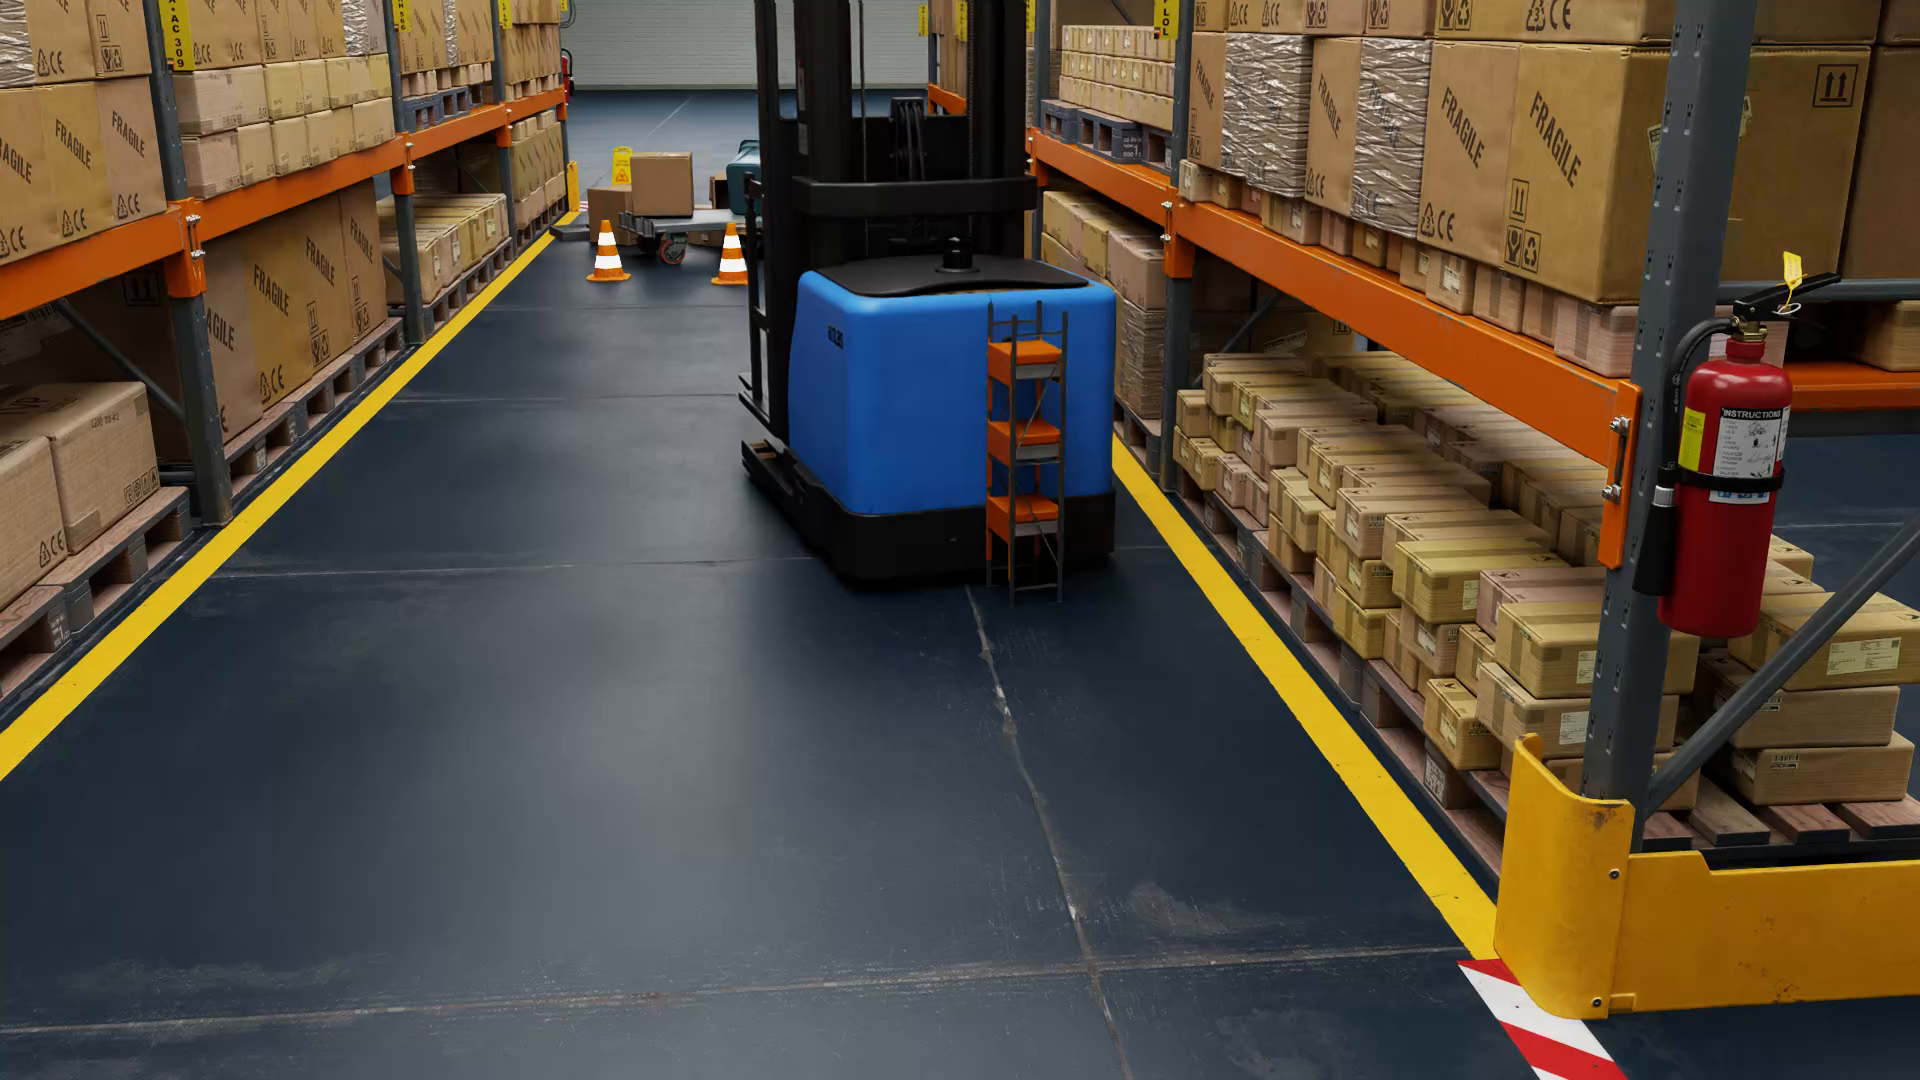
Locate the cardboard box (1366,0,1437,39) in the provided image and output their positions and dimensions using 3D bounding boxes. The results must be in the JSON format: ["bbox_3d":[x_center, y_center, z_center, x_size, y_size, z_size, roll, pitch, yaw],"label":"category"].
[{"bbox_3d":[1.394,-1.573,4.346,0.500,0.500,0.500,-1,17,-3],"label":"cardboard box"}]

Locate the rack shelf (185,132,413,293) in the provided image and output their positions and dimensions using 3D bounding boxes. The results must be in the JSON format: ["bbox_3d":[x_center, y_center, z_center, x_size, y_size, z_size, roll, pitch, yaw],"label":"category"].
[{"bbox_3d":[-3.729,-1.733,8.391,1.077,0.370,4.000,-2,18,-6],"label":"rack shelf"}]

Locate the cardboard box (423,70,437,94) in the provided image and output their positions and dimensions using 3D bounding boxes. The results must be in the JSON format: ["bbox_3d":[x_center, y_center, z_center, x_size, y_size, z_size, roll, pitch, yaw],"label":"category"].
[{"bbox_3d":[-3.770,-3.106,11.281,0.380,0.149,0.250,-2,18,-5],"label":"cardboard box"}]

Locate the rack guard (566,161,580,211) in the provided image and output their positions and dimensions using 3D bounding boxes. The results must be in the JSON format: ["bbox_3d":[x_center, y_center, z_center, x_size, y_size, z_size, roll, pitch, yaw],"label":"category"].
[{"bbox_3d":[-4.752,-3.840,18.075,1.175,0.500,0.348,-2,18,-6],"label":"rack guard"}]

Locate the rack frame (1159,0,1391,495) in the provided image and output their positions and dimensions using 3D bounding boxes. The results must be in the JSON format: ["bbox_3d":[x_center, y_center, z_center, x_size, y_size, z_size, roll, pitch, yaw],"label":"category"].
[{"bbox_3d":[1.391,-1.663,6.968,1.000,3.000,0.127,-2,18,-6],"label":"rack frame"}]

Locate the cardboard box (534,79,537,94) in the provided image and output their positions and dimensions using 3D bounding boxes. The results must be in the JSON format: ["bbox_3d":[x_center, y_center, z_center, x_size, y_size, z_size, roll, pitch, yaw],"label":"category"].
[{"bbox_3d":[-4.238,-4.303,15.796,0.380,0.149,0.250,-2,18,-6],"label":"cardboard box"}]

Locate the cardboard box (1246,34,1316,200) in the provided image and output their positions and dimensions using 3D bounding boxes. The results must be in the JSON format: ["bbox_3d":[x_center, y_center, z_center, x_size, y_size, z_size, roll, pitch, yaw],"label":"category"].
[{"bbox_3d":[1.265,-1.399,5.463,0.500,0.500,0.500,-2,18,-7],"label":"cardboard box"}]

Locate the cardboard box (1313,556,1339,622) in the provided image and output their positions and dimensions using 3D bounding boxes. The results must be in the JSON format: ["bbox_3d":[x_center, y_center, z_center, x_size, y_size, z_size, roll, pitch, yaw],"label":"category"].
[{"bbox_3d":[1.337,0.154,5.238,0.380,0.149,0.250,-1,17,-5],"label":"cardboard box"}]

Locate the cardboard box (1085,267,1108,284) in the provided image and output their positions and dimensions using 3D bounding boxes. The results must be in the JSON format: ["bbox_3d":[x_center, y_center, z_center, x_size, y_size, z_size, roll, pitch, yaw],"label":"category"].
[{"bbox_3d":[0.963,-1.190,8.931,0.500,0.500,0.500,-2,18,-7],"label":"cardboard box"}]

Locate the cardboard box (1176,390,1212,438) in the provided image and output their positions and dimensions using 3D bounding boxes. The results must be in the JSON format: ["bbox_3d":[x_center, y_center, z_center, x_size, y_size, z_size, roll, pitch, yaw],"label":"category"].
[{"bbox_3d":[1.110,-0.528,6.912,0.380,0.149,0.250,-1,17,-3],"label":"cardboard box"}]

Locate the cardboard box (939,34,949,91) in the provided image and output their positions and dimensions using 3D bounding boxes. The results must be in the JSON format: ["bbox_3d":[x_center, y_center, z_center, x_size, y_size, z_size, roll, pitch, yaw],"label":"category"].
[{"bbox_3d":[0.248,-4.867,16.922,0.875,0.550,0.550,-2,18,-6],"label":"cardboard box"}]

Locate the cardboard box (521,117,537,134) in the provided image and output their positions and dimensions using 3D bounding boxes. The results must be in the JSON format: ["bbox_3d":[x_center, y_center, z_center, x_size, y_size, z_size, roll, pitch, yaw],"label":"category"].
[{"bbox_3d":[-4.179,-3.876,15.570,0.380,0.149,0.250,-1,17,-2],"label":"cardboard box"}]

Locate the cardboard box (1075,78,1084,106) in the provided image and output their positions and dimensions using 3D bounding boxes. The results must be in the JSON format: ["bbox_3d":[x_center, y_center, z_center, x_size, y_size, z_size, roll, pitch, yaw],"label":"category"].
[{"bbox_3d":[0.879,-2.636,9.783,0.380,0.149,0.250,-1,17,-3],"label":"cardboard box"}]

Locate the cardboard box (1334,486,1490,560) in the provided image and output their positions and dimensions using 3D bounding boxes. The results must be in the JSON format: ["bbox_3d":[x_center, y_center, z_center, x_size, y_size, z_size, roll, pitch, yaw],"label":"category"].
[{"bbox_3d":[1.328,-0.053,4.903,0.380,0.149,0.250,-1,17,-4],"label":"cardboard box"}]

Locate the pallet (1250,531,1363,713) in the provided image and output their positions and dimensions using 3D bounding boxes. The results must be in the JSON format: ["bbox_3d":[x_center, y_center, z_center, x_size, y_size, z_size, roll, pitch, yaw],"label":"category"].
[{"bbox_3d":[1.624,0.230,5.591,1.003,0.211,1.213,-2,18,-6],"label":"pallet"}]

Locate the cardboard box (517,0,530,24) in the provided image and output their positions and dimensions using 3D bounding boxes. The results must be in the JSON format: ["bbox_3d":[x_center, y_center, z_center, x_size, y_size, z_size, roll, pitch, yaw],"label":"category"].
[{"bbox_3d":[-4.208,-4.821,14.693,0.700,0.500,0.500,-2,18,-5],"label":"cardboard box"}]

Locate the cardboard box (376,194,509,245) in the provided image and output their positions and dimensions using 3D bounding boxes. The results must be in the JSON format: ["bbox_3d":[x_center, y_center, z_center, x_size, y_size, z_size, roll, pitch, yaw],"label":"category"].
[{"bbox_3d":[-4.291,-2.654,13.810,0.950,0.372,0.625,-2,17,-5],"label":"cardboard box"}]

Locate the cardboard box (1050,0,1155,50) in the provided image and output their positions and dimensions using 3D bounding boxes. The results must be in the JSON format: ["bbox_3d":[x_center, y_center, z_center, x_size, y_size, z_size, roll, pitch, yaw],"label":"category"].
[{"bbox_3d":[0.942,-3.514,11.026,0.700,0.500,0.500,-2,18,-6],"label":"cardboard box"}]

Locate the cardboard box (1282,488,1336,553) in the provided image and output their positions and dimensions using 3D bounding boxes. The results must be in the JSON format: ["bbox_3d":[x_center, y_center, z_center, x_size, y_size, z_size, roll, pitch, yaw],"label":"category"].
[{"bbox_3d":[1.279,-0.069,5.451,0.380,0.149,0.250,-2,18,-5],"label":"cardboard box"}]

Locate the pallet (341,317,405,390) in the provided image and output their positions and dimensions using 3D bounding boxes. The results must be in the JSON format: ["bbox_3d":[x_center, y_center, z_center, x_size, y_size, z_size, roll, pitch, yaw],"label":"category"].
[{"bbox_3d":[-3.929,-1.105,9.843,1.003,0.211,1.213,-2,18,-6],"label":"pallet"}]

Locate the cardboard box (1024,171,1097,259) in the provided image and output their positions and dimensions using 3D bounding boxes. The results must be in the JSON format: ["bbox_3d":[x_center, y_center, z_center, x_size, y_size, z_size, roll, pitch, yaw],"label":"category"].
[{"bbox_3d":[1.005,-2.166,11.625,1.050,0.750,0.750,-2,18,-6],"label":"cardboard box"}]

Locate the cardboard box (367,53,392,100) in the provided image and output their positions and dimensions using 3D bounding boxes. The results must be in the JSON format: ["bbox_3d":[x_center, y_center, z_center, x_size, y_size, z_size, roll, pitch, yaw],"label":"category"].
[{"bbox_3d":[-3.632,-2.703,9.694,0.500,0.250,0.500,-2,18,-6],"label":"cardboard box"}]

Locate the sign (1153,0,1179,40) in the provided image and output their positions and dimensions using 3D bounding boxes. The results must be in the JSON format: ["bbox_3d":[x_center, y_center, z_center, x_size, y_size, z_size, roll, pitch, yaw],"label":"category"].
[{"bbox_3d":[0.839,-2.198,6.736,0.100,0.325,0.005,-2,18,-6],"label":"sign"}]

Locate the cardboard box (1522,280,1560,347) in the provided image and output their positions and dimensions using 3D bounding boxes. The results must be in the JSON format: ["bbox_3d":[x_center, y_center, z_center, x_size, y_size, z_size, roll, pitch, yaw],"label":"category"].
[{"bbox_3d":[1.500,-0.516,3.731,0.380,0.149,0.250,-2,18,-6],"label":"cardboard box"}]

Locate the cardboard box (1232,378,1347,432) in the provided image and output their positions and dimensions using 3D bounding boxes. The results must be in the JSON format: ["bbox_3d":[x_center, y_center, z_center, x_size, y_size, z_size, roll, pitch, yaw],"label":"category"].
[{"bbox_3d":[1.265,-0.521,6.393,0.380,0.149,0.250,-2,18,-6],"label":"cardboard box"}]

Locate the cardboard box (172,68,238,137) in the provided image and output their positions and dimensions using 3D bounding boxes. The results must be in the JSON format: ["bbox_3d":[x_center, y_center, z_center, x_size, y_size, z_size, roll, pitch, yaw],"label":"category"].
[{"bbox_3d":[-3.287,-1.787,6.778,0.500,0.250,0.500,-2,18,-7],"label":"cardboard box"}]

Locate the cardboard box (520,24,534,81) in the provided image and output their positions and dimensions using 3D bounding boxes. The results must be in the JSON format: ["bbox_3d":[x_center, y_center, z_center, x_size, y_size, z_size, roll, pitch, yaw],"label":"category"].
[{"bbox_3d":[-4.230,-4.492,15.314,0.500,0.500,0.500,-2,18,-6],"label":"cardboard box"}]

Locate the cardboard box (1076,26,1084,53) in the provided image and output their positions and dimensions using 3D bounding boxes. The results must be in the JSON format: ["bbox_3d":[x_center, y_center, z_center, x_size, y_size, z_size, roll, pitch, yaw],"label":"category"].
[{"bbox_3d":[0.884,-2.923,9.704,0.380,0.149,0.250,-2,18,-6],"label":"cardboard box"}]

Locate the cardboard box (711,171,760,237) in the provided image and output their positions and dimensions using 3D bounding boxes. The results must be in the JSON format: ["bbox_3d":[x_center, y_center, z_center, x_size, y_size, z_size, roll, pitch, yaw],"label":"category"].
[{"bbox_3d":[-1.956,-3.206,15.822,0.797,0.637,0.503,-2,18,-6],"label":"cardboard box"}]

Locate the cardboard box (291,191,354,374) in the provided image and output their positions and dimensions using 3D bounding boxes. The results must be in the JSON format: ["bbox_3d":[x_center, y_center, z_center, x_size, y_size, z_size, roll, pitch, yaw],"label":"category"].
[{"bbox_3d":[-3.859,-1.385,8.926,0.875,0.875,0.875,-2,17,-5],"label":"cardboard box"}]

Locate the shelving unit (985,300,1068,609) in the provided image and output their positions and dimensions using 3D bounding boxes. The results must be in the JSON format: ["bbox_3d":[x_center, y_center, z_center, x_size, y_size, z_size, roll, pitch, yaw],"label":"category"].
[{"bbox_3d":[0.231,-0.300,5.880,0.215,1.050,0.252,-6,18,-17],"label":"shelving unit"}]

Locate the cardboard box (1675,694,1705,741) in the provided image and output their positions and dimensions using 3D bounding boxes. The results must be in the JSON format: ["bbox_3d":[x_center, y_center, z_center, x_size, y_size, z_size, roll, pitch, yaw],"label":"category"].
[{"bbox_3d":[1.959,0.447,4.305,0.380,0.149,0.250,-2,18,-6],"label":"cardboard box"}]

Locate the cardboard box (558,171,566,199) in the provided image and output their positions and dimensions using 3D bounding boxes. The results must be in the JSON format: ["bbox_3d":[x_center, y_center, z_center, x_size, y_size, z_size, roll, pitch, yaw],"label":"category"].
[{"bbox_3d":[-4.407,-3.704,17.358,0.500,0.250,0.500,-2,18,-6],"label":"cardboard box"}]

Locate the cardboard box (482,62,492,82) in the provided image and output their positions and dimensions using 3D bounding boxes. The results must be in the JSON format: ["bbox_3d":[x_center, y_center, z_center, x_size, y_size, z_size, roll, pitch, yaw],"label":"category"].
[{"bbox_3d":[-4.020,-3.800,13.490,0.380,0.149,0.250,-2,17,-5],"label":"cardboard box"}]

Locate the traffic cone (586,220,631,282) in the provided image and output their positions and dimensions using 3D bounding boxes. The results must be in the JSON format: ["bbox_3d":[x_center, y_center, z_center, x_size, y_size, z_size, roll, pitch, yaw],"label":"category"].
[{"bbox_3d":[-2.827,-2.327,13.318,0.336,0.463,0.334,-2,18,-6],"label":"traffic cone"}]

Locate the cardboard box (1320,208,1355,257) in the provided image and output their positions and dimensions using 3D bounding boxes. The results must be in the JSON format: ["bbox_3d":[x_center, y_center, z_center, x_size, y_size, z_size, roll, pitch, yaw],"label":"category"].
[{"bbox_3d":[1.352,-0.980,5.210,0.380,0.149,0.250,-1,17,-4],"label":"cardboard box"}]

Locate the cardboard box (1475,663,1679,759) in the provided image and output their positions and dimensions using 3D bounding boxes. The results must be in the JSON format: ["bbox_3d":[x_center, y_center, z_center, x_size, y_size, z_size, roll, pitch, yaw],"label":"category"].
[{"bbox_3d":[1.465,0.398,3.964,0.380,0.149,0.250,-2,18,-7],"label":"cardboard box"}]

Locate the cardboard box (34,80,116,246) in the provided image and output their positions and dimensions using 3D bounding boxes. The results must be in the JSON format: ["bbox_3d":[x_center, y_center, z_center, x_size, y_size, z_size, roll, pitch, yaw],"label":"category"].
[{"bbox_3d":[-3.162,-1.245,5.467,0.500,0.500,0.500,-2,18,-7],"label":"cardboard box"}]

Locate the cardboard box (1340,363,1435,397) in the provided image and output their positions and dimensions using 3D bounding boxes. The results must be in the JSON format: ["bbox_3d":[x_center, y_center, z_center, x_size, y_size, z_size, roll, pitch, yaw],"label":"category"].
[{"bbox_3d":[1.752,-0.615,6.692,0.380,0.149,0.250,-2,17,-5],"label":"cardboard box"}]

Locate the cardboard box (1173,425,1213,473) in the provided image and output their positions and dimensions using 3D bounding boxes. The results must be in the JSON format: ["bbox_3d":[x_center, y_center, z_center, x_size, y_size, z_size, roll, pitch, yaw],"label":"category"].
[{"bbox_3d":[1.109,-0.385,6.955,0.380,0.149,0.250,-3,18,-8],"label":"cardboard box"}]

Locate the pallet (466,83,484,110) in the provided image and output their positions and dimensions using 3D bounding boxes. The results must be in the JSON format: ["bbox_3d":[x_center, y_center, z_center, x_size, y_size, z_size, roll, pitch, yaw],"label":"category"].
[{"bbox_3d":[-4.414,-3.540,13.266,1.003,0.211,1.213,-2,18,-6],"label":"pallet"}]

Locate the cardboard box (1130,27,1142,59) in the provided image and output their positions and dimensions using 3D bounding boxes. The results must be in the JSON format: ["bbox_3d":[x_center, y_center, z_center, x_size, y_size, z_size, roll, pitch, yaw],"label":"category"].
[{"bbox_3d":[1.053,-2.450,8.198,0.380,0.149,0.250,-2,18,-7],"label":"cardboard box"}]

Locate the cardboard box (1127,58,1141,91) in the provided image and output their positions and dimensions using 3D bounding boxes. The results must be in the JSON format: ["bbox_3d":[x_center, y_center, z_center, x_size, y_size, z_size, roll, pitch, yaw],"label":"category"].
[{"bbox_3d":[1.044,-2.310,8.248,0.380,0.149,0.250,-3,18,-8],"label":"cardboard box"}]

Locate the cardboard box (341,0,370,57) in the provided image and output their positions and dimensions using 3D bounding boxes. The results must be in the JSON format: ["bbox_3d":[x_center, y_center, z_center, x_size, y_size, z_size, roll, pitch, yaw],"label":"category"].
[{"bbox_3d":[-3.561,-2.898,9.065,0.500,0.500,0.500,-1,17,-5],"label":"cardboard box"}]

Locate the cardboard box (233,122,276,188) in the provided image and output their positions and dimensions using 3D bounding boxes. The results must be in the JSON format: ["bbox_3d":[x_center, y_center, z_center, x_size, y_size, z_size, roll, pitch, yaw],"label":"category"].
[{"bbox_3d":[-3.360,-1.702,7.342,0.500,0.250,0.500,-2,18,-7],"label":"cardboard box"}]

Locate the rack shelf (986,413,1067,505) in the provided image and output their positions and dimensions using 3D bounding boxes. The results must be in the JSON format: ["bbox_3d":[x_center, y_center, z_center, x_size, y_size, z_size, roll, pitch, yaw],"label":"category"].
[{"bbox_3d":[0.231,-0.290,5.883,0.215,0.259,0.240,-6,18,-17],"label":"rack shelf"}]

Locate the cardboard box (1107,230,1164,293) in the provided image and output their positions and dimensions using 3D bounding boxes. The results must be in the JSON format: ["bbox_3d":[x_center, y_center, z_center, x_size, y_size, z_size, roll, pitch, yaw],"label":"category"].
[{"bbox_3d":[1.023,-1.397,8.338,0.500,0.250,0.500,-1,17,-3],"label":"cardboard box"}]

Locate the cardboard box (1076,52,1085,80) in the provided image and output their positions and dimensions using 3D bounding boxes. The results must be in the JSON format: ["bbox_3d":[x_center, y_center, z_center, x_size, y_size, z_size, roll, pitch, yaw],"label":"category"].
[{"bbox_3d":[0.889,-2.767,9.705,0.380,0.149,0.250,-2,18,-7],"label":"cardboard box"}]

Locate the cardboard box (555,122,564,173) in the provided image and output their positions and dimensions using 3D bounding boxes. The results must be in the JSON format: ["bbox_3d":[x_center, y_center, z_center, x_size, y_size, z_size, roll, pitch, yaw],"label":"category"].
[{"bbox_3d":[-4.418,-4.071,17.275,0.500,0.500,0.500,-2,18,-5],"label":"cardboard box"}]

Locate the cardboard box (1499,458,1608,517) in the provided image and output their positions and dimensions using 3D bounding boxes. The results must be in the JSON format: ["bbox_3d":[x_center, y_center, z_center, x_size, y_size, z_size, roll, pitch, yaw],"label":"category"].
[{"bbox_3d":[1.932,-0.154,5.224,0.380,0.149,0.250,-2,17,-5],"label":"cardboard box"}]

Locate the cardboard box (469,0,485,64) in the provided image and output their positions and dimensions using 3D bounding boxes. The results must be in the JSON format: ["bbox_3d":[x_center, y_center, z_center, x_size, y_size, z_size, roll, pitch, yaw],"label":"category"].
[{"bbox_3d":[-4.019,-3.976,12.968,0.500,0.500,0.500,-2,18,-5],"label":"cardboard box"}]

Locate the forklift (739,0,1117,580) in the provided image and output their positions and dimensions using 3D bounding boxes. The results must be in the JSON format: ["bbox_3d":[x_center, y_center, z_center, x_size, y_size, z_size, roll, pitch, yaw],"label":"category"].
[{"bbox_3d":[-0.358,-1.658,7.065,1.130,2.935,3.031,-6,18,-17],"label":"forklift"}]

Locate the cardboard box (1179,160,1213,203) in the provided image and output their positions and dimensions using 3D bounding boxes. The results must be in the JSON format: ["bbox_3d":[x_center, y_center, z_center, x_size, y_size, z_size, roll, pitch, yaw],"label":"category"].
[{"bbox_3d":[1.094,-1.449,6.704,0.380,0.149,0.250,-1,17,-4],"label":"cardboard box"}]

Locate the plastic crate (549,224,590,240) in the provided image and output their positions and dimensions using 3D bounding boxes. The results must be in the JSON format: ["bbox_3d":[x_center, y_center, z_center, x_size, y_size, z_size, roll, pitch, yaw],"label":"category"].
[{"bbox_3d":[-3.694,-2.964,15.985,0.402,0.080,0.583,-8,19,-25],"label":"plastic crate"}]

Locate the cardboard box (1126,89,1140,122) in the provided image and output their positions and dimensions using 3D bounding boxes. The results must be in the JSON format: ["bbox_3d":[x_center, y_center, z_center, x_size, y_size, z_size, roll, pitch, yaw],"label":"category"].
[{"bbox_3d":[1.042,-2.165,8.284,0.380,0.149,0.250,-3,18,-8],"label":"cardboard box"}]
